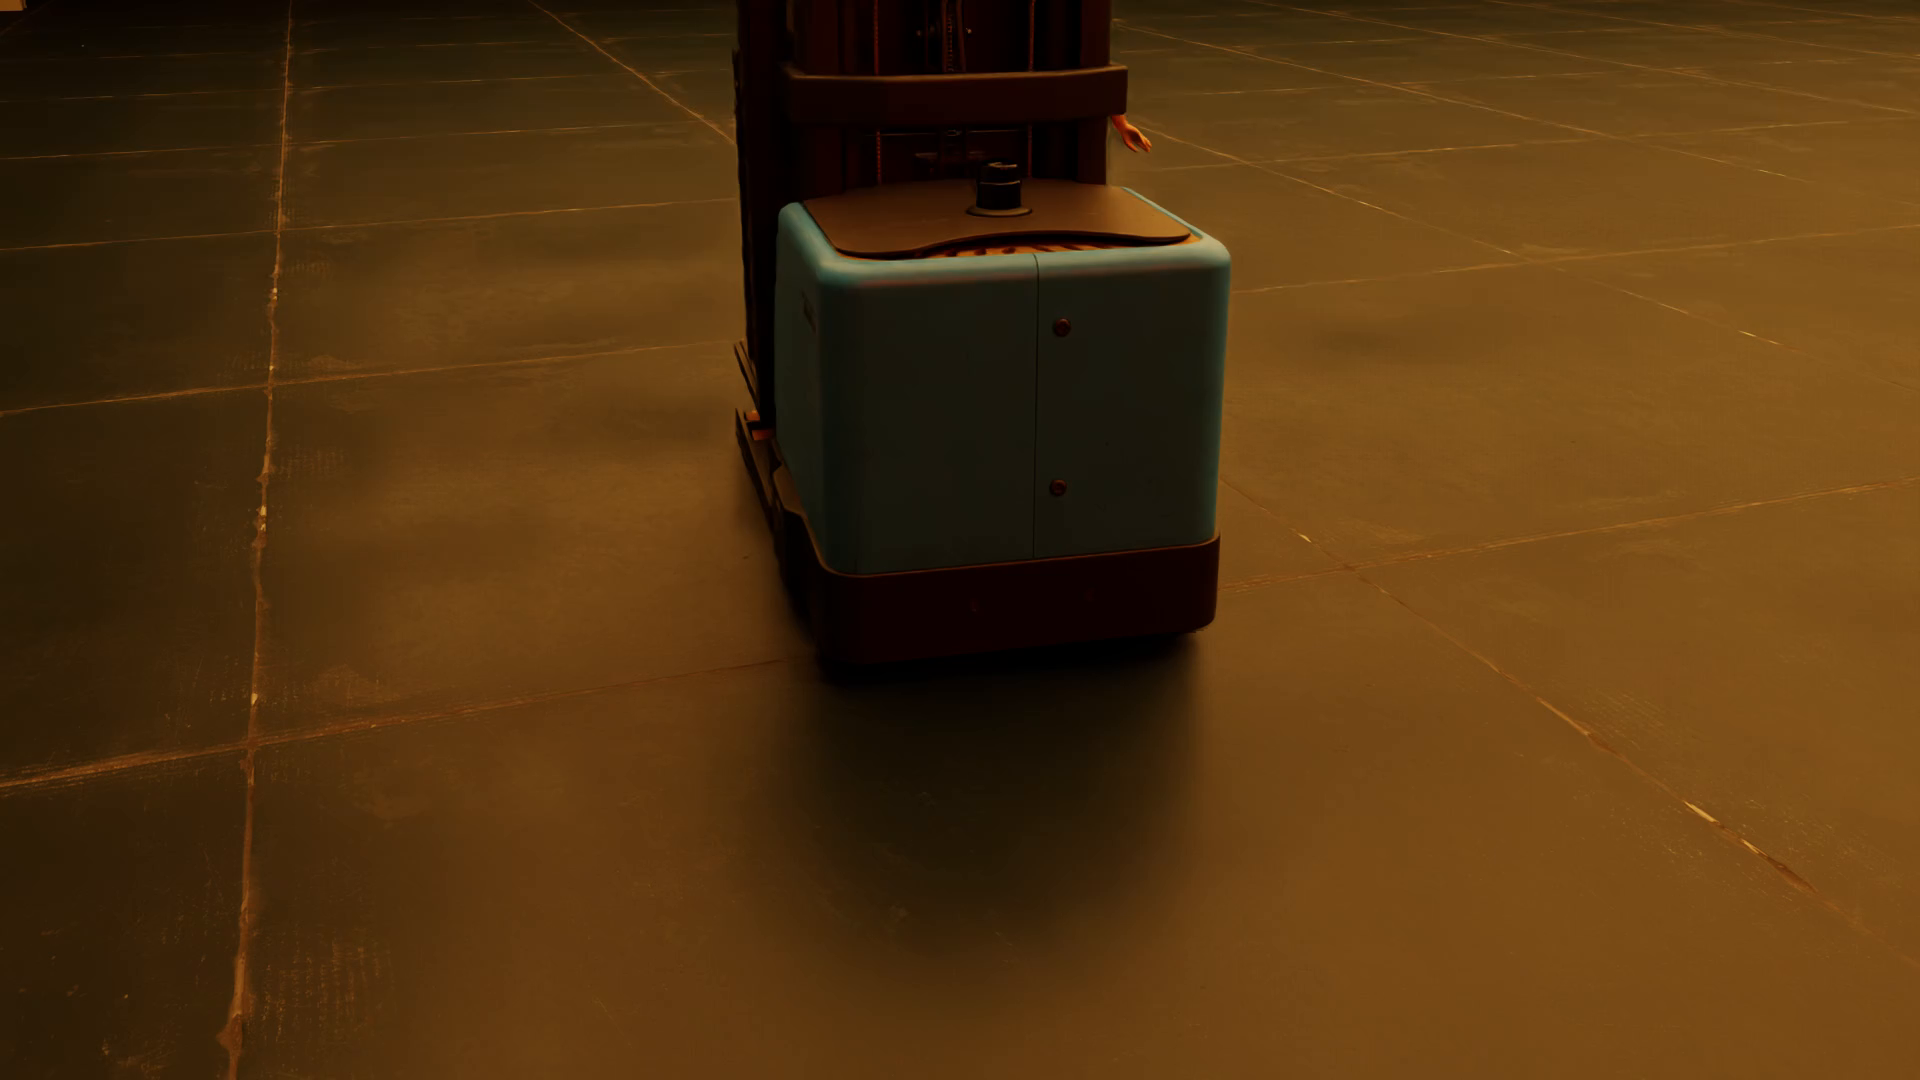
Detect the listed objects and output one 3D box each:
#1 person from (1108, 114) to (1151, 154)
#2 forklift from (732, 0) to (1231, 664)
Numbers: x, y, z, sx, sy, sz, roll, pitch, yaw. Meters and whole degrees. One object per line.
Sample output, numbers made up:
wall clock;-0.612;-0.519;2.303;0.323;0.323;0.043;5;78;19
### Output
person;0.209;-1.593;6.918;1.125;1.573;0.530;-9;24;-20
forklift;-0.156;-1.583;5.064;1.130;2.935;3.031;-5;23;-12
